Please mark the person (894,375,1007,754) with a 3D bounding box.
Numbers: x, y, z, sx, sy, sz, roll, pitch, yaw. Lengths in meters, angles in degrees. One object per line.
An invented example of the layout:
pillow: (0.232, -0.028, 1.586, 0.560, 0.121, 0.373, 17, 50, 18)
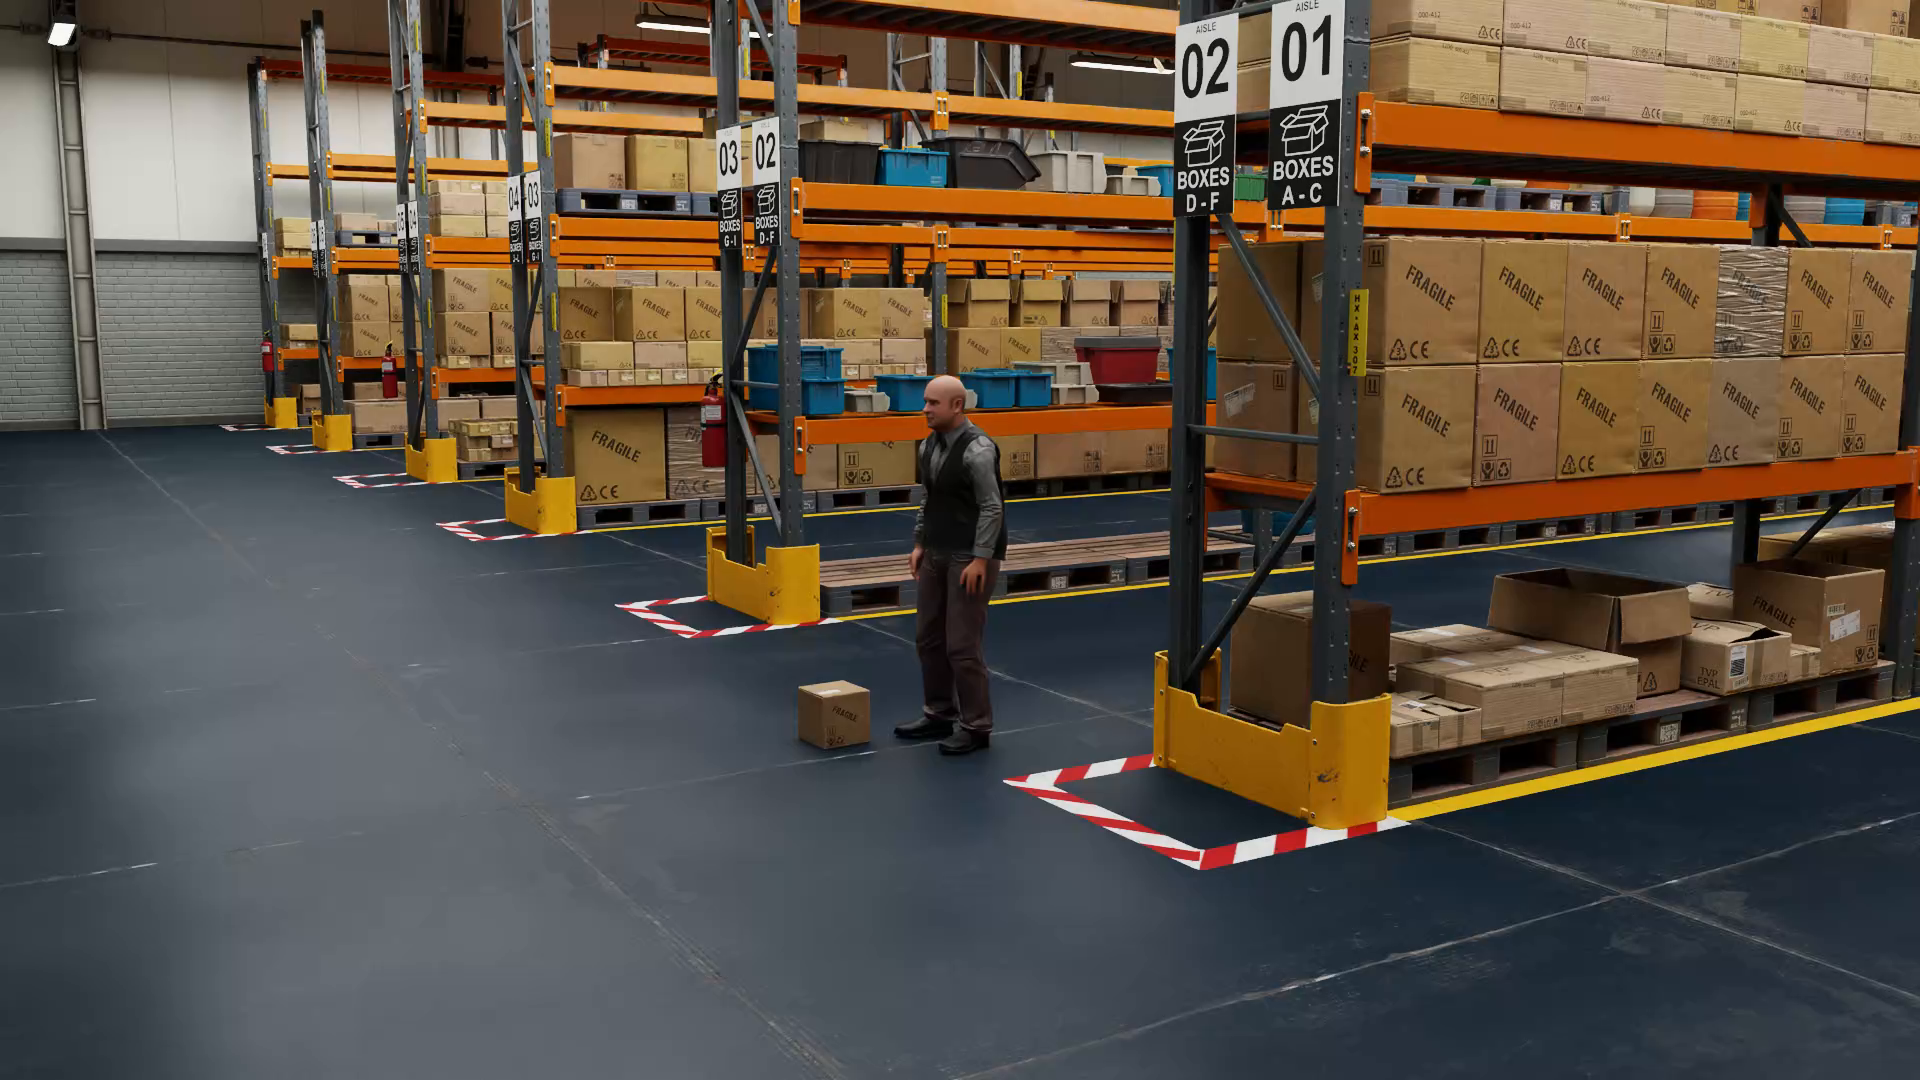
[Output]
person: (-0.010, 0.099, 7.706, 0.419, 1.722, 0.580, -5, 10, -33)
